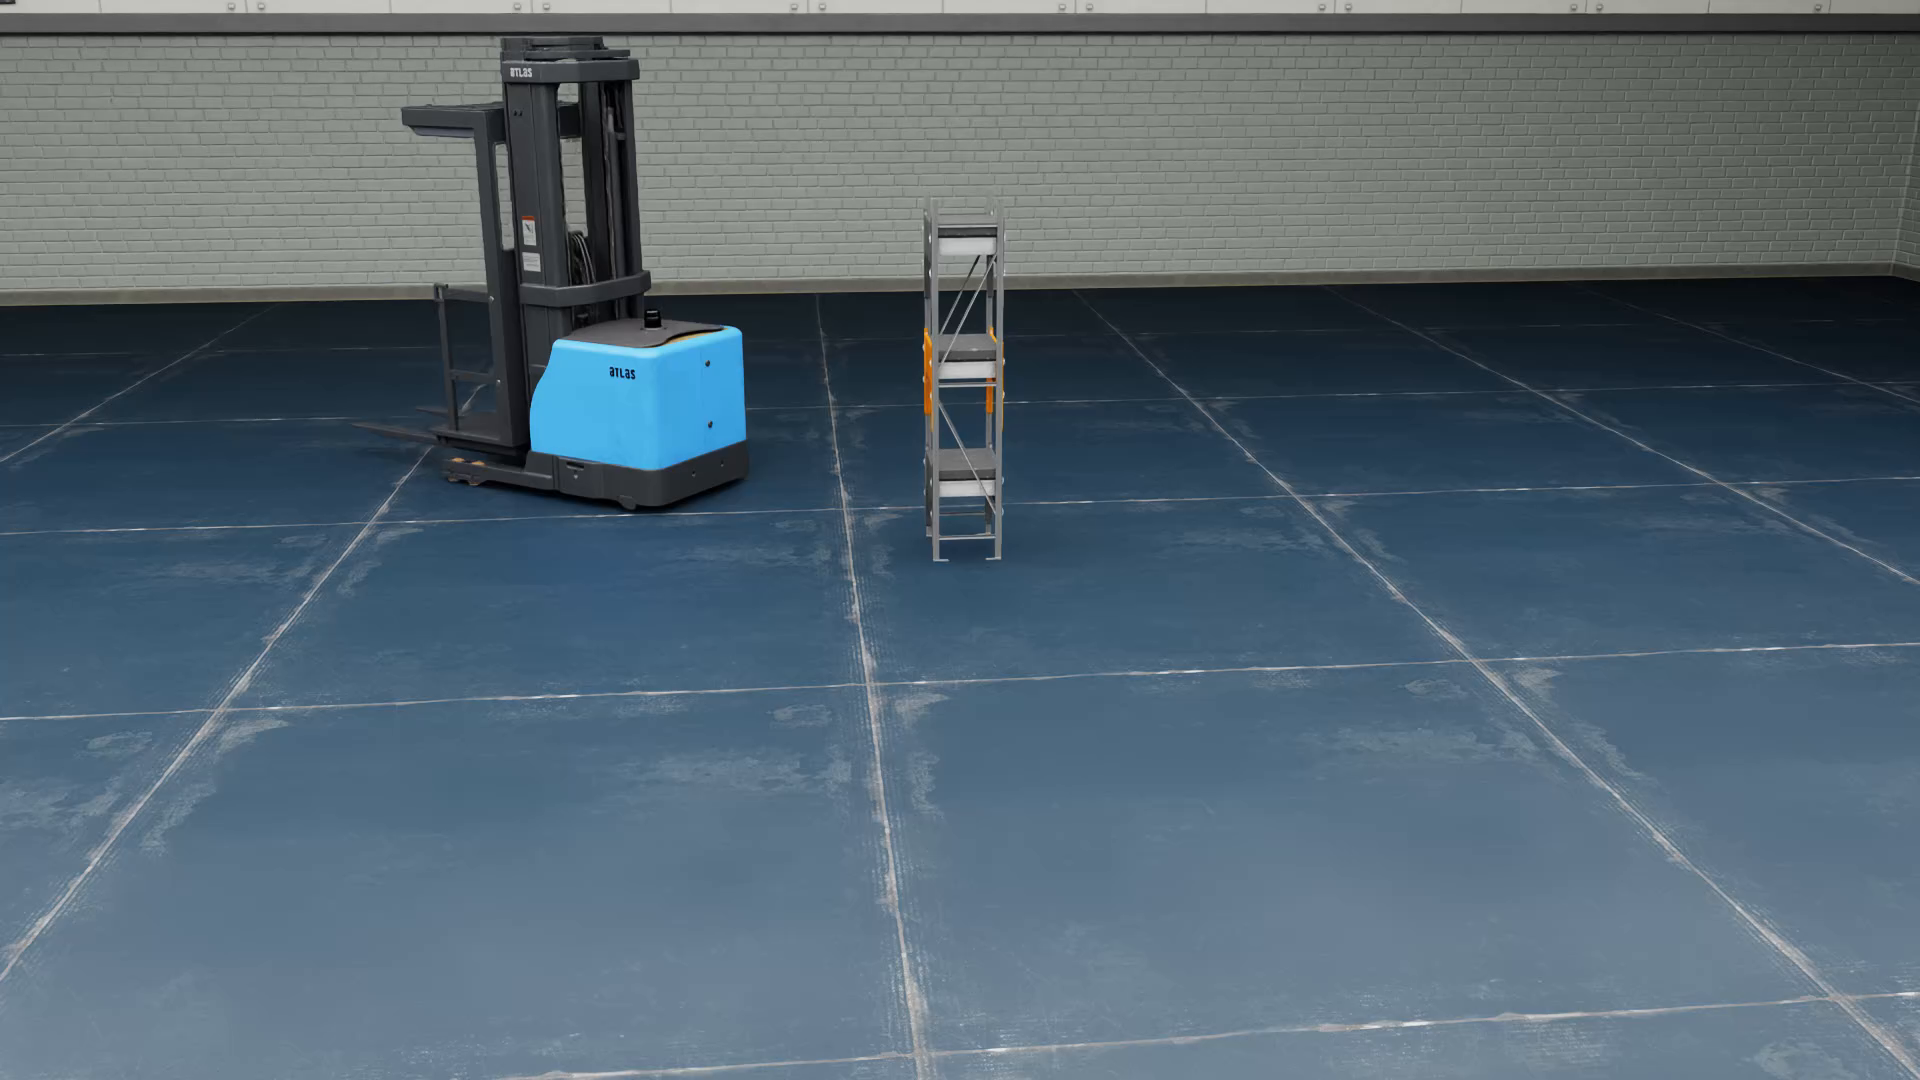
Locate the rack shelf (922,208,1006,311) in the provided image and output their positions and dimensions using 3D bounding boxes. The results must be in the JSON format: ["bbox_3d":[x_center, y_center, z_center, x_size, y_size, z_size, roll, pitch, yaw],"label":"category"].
[{"bbox_3d":[0.017,-1.607,9.500,0.431,0.518,0.480,-2,18,-6],"label":"rack shelf"}]

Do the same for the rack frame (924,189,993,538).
[{"bbox_3d":[-0.008,-1.025,9.937,0.400,2.100,0.015,-2,18,-6],"label":"rack frame"}]

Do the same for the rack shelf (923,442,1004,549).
[{"bbox_3d":[0.017,-0.272,9.919,0.431,0.518,0.480,-2,18,-6],"label":"rack shelf"}]

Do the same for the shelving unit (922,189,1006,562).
[{"bbox_3d":[0.017,-0.952,9.705,0.431,2.100,0.503,-2,18,-6],"label":"shelving unit"}]

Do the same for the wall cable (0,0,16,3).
[{"bbox_3d":[-9.132,-8.546,16.697,2.305,6.003,0.169,-2,18,-6],"label":"wall cable"}]

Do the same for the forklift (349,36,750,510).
[{"bbox_3d":[-2.978,-1.893,11.314,3.031,2.935,1.130,10,20,28],"label":"forklift"}]

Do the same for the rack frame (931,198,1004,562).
[{"bbox_3d":[0.042,-0.880,9.474,0.400,2.100,0.015,-2,18,-6],"label":"rack frame"}]

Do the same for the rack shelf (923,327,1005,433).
[{"bbox_3d":[0.017,-0.939,9.710,0.431,0.518,0.480,-2,18,-6],"label":"rack shelf"}]
